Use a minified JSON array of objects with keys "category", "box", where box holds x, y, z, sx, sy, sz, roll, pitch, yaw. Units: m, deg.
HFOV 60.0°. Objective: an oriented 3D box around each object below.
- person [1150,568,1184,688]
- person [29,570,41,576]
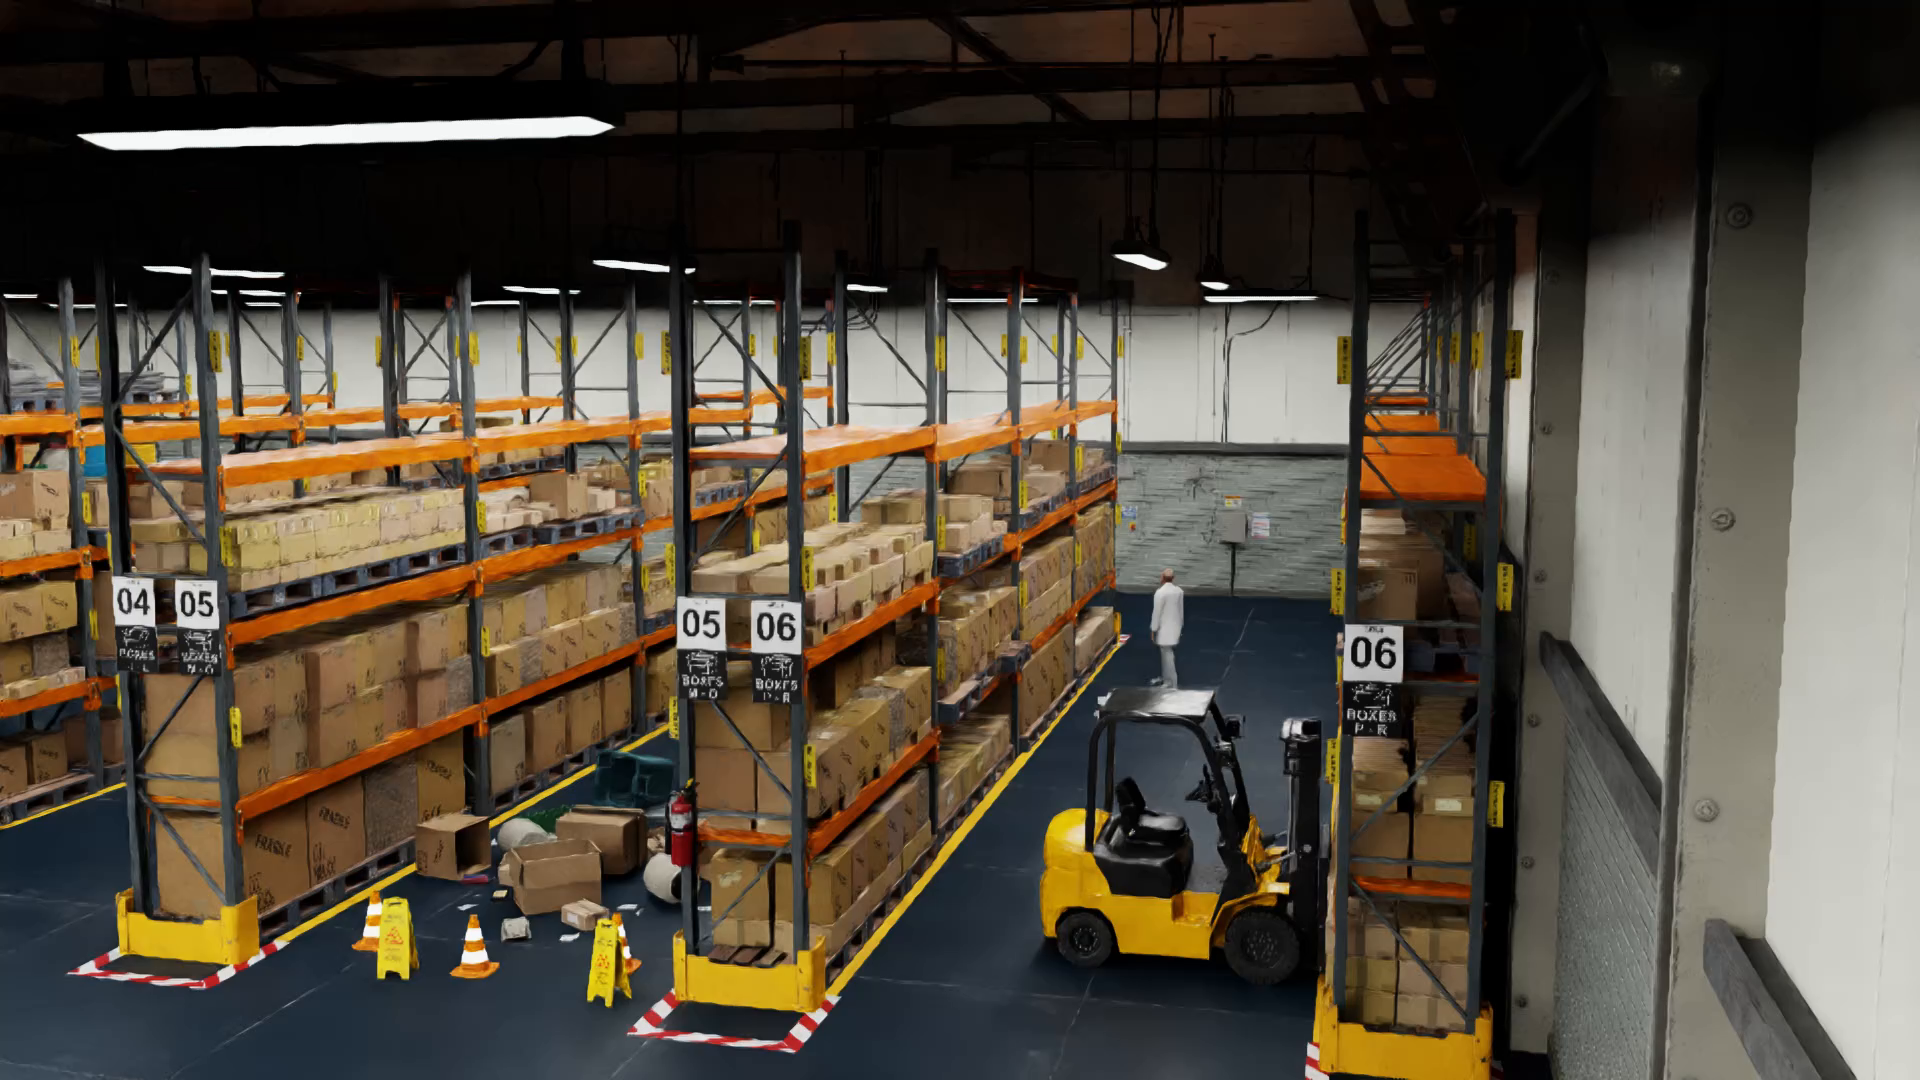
[{"category":"person","box":[3.016,1.293,24.426,0.629,1.773,0.666,6,9,43]},{"category":"person","box":[-15.347,0.929,27.482,0.591,1.763,0.604,5,8,34]}]
